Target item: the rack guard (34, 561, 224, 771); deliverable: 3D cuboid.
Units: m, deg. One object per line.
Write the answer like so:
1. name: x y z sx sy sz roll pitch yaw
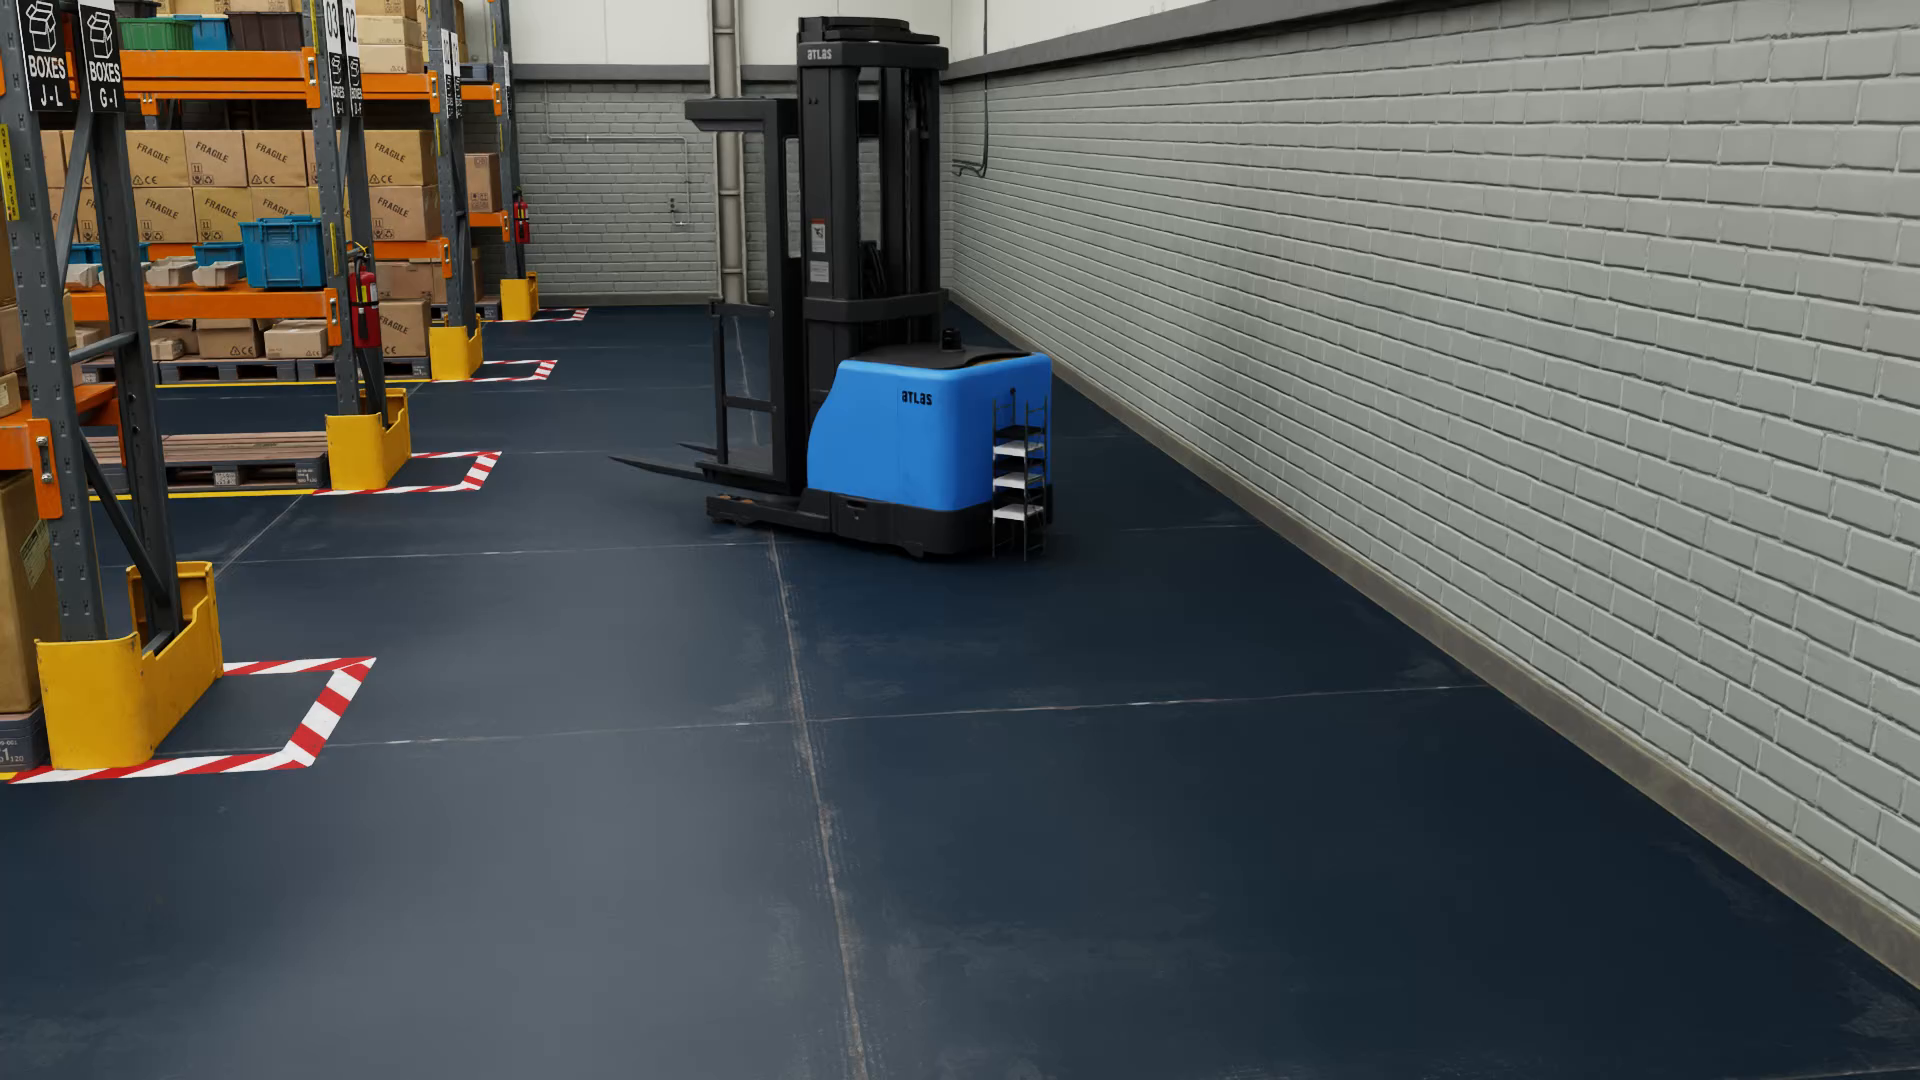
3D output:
1. rack guard: -3.350 0.481 6.775 0.348 0.500 1.175 -2 14 -8

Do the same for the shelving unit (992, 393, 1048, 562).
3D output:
1. shelving unit: 0.333 -0.350 9.267 0.210 0.900 0.258 8 16 30

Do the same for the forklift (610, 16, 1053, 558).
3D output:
1. forklift: -0.924 -1.591 10.039 3.031 2.935 1.130 11 18 37

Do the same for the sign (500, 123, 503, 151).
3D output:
1. sign: -5.521 -4.850 20.029 0.005 0.325 0.100 -2 14 -8

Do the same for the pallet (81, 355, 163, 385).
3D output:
1. pallet: -8.122 -1.640 15.829 1.213 0.211 1.003 -2 14 -8

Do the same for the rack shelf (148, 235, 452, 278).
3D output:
1. rack shelf: -6.824 -2.692 15.768 4.000 0.370 1.077 -2 14 -8

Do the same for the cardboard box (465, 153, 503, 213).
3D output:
1. cardboard box: -6.091 -4.429 20.601 0.700 0.700 0.980 -1 14 -6

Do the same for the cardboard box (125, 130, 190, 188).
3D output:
1. cardboard box: -7.275 -3.489 15.205 0.500 0.500 0.500 -3 14 -10

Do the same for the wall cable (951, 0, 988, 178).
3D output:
1. wall cable: 0.058 -5.828 20.843 0.112 2.526 3.097 -2 14 -8

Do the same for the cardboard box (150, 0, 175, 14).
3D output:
1. cardboard box: -7.317 -4.987 15.015 0.500 0.500 0.700 -2 14 -8

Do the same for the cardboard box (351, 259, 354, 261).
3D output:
1. cardboard box: -7.425 -3.568 20.723 0.250 0.149 0.380 -2 14 -8

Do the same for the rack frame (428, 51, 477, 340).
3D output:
1. rack frame: -4.846 -3.113 15.970 0.127 3.000 1.000 -2 14 -8

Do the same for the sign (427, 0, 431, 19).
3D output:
1. sign: -4.783 -4.864 14.962 0.005 0.325 0.100 -2 14 -8

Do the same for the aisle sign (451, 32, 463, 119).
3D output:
1. aisle sign: -4.823 -4.447 15.945 0.004 0.787 0.394 -2 14 -8

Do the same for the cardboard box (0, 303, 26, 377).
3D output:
1. cardboard box: -3.814 -0.721 6.125 0.500 0.250 0.500 -2 14 -9

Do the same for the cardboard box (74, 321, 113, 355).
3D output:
1. cardboard box: -8.281 -2.058 15.997 0.500 0.500 0.500 -2 14 -8

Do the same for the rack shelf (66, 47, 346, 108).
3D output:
1. rack shelf: -6.090 -2.955 10.652 4.000 0.370 1.077 -2 14 -8

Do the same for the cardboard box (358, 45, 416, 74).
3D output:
1. cardboard box: -5.315 -4.414 15.296 0.500 0.250 0.500 -2 14 -8

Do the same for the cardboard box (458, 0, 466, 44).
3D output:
1. cardboard box: -6.346 -6.335 20.346 0.500 0.500 0.500 -3 14 -10

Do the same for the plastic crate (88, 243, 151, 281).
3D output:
1. plastic crate: -5.707 -1.892 11.321 0.300 0.233 0.416 -2 14 -8

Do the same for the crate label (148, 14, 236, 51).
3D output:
1. crate label: -5.073 -3.349 11.048 0.502 0.251 0.408 -2 14 -8

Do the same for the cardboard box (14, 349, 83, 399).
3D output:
1. cardboard box: -3.774 -0.675 6.764 0.250 0.149 0.380 -2 14 -8

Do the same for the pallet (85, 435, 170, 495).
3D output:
1. pallet: -6.137 -0.505 11.303 1.213 0.211 1.003 -2 14 -8

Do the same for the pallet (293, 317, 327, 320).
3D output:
1. pallet: -7.571 -2.861 20.696 1.213 0.211 1.003 -2 14 -8

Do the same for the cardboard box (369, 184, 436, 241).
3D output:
1. cardboard box: -5.249 -3.080 15.632 0.500 0.500 0.500 -2 14 -7

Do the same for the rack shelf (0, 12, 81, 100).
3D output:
1. rack shelf: -5.352 -1.764 5.901 4.000 0.370 1.077 -2 14 -8

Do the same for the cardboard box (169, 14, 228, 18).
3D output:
1. cardboard box: -6.799 -4.603 15.024 0.500 0.250 0.500 -2 14 -8

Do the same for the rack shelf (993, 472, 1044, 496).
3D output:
1. rack shelf: 0.333 -0.317 9.275 0.200 0.077 0.258 8 16 30

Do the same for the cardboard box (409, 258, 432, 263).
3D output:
1. cardboard box: -6.618 -3.503 20.467 0.250 0.149 0.380 -2 14 -7

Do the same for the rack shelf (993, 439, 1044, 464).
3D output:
1. rack shelf: 0.333 -0.492 9.231 0.200 0.077 0.258 8 16 30

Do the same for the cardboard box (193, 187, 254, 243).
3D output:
1. cardboard box: -6.754 -3.026 15.414 0.500 0.500 0.500 -2 14 -9

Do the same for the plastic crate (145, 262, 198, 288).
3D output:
1. plastic crate: -5.180 -1.743 10.924 0.243 0.136 0.396 -2 14 -8

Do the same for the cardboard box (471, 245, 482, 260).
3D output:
1. cardboard box: -6.171 -3.614 20.908 0.250 0.149 0.380 -2 14 -8

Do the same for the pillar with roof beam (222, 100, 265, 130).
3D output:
1. pillar with roof beam: -8.339 -6.268 16.215 0.400 9.000 9.100 -2 14 -8

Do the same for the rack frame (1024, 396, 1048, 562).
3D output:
1. rack frame: 0.420 -0.337 9.215 0.006 0.900 0.240 8 16 30

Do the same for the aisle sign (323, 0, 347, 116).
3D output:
1. aisle sign: -3.997 -3.115 10.632 0.004 0.787 0.394 -2 14 -8

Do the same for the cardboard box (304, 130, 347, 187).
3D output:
1. cardboard box: -5.745 -3.546 15.434 0.500 0.500 0.500 -2 14 -7

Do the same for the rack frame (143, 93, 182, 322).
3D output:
1. rack frame: -9.543 -4.160 20.143 0.127 3.000 1.000 -2 14 -8

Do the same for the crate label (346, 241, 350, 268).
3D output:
1. crate label: -4.405 -1.940 11.512 0.303 0.233 0.416 -2 14 -8

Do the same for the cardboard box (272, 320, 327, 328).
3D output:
1. cardboard box: -6.415 -2.005 16.300 0.500 0.250 0.500 -2 14 -8

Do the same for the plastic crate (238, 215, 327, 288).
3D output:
1. plastic crate: -4.415 -1.911 10.979 0.499 0.435 0.616 -2 14 -8

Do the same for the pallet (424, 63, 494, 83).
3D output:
1. pallet: -6.320 -5.687 20.249 1.213 0.211 1.003 -2 14 -8

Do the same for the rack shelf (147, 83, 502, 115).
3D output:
1. rack shelf: -7.566 -5.338 20.154 4.000 0.370 1.077 -2 14 -8

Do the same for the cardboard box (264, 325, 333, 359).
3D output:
1. cardboard box: -6.291 -1.887 15.828 0.500 0.250 0.500 -2 14 -8

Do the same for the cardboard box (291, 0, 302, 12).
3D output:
1. cardboard box: -5.859 -5.082 15.390 0.500 0.500 0.700 -2 14 -8

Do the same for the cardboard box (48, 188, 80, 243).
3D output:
1. cardboard box: -8.257 -2.970 15.192 0.500 0.500 0.500 -2 14 -7

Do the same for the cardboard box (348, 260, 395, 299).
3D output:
1. cardboard box: -7.257 -3.210 20.631 0.500 0.500 0.700 -3 14 -10
